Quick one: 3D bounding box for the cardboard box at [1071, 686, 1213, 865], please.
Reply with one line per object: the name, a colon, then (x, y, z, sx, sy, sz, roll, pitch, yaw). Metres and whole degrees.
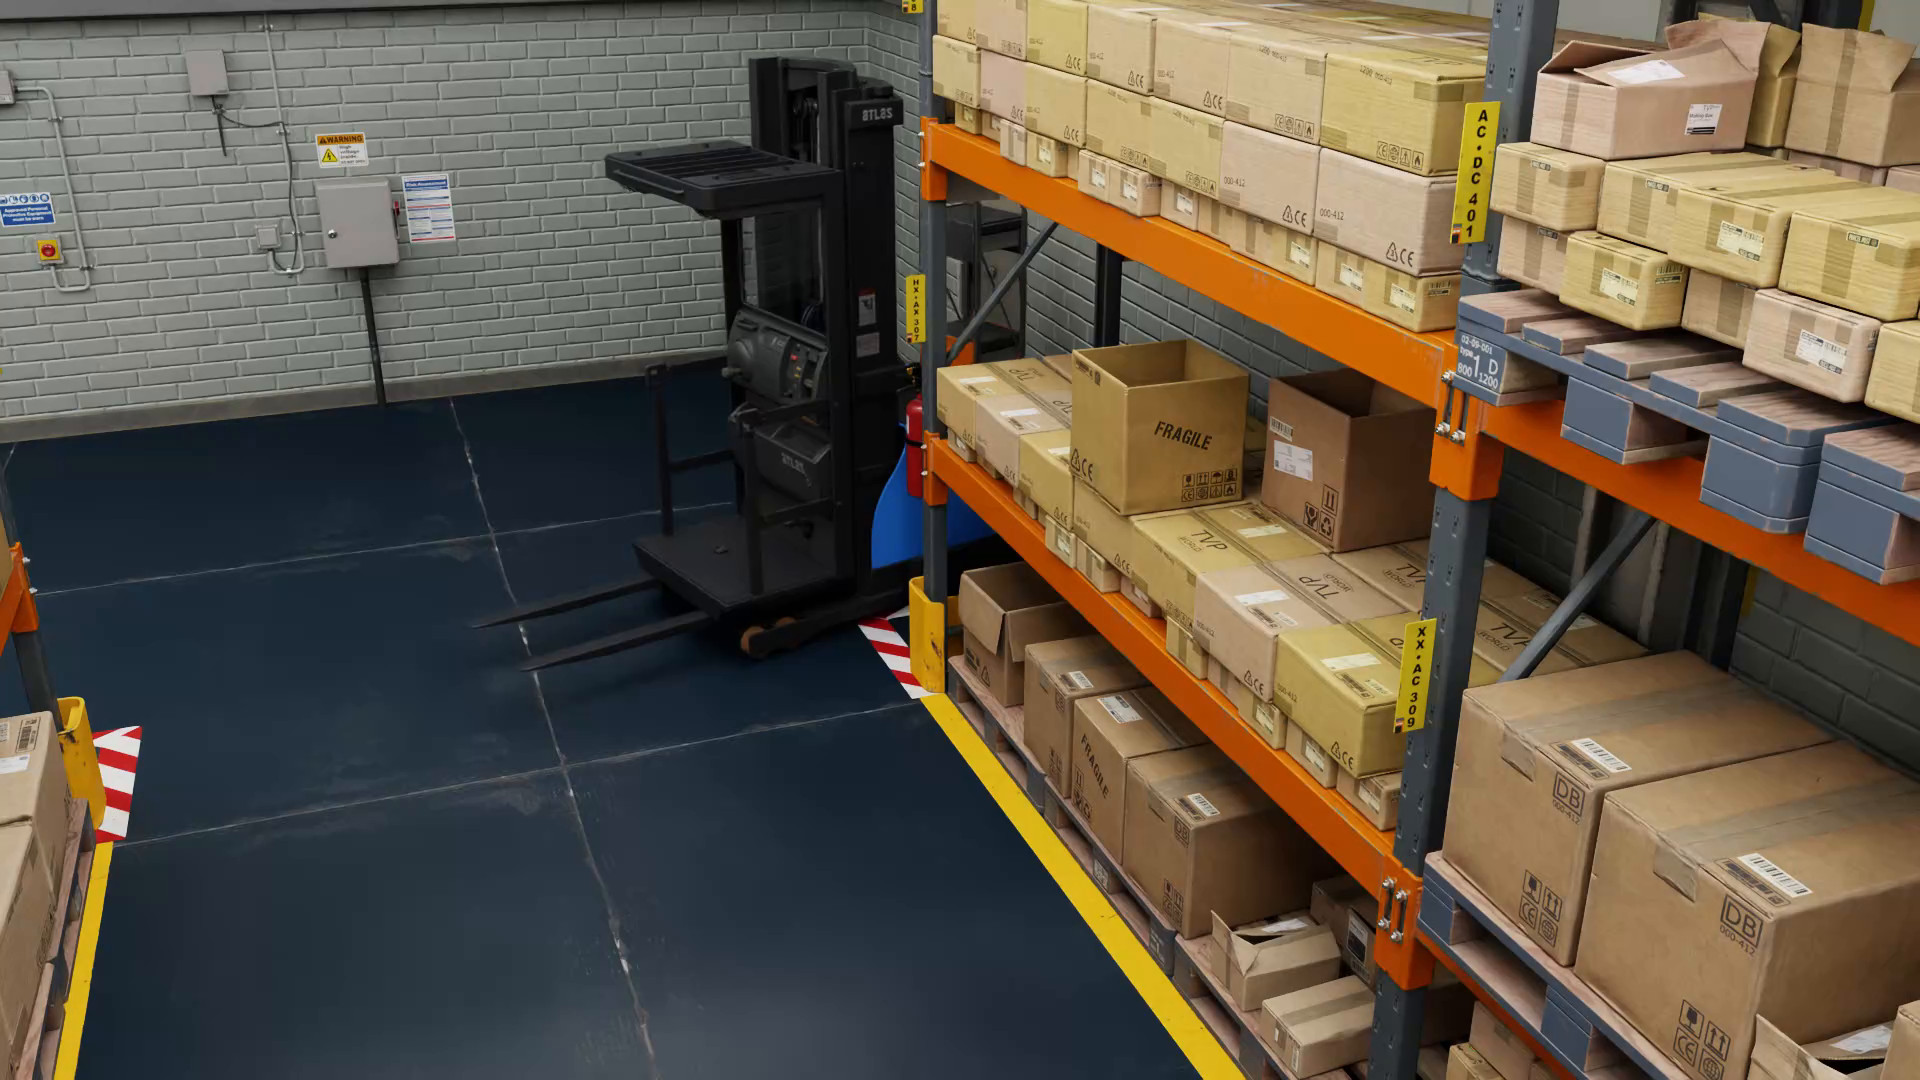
cardboard box: (0.788, 0.946, 6.821, 0.500, 0.500, 0.500, -8, 24, -18)

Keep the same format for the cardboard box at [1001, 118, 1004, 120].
cardboard box: (0.389, -1.701, 6.885, 0.380, 0.149, 0.250, -8, 24, -19)

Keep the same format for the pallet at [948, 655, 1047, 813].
pallet: (0.612, 0.833, 8.002, 1.003, 0.211, 1.213, -8, 24, -19)

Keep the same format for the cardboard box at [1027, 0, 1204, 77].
cardboard box: (0.576, -1.886, 6.167, 0.500, 0.250, 0.500, -9, 24, -20)

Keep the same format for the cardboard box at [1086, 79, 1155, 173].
cardboard box: (0.776, -1.466, 5.815, 0.500, 0.250, 0.500, -9, 24, -20)

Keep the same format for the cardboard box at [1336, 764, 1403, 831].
cardboard box: (1.366, 0.719, 5.006, 0.380, 0.149, 0.250, -8, 24, -18)

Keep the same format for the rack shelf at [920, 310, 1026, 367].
rack shelf: (0.076, -1.058, 10.091, 0.431, 0.518, 0.480, -19, 29, -37)

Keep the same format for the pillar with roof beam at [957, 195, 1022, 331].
pillar with roof beam: (-3.835, -4.046, 8.264, 9.100, 9.000, 0.400, -8, 24, -19)

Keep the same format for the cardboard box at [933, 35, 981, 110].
cardboard box: (0.203, -2.021, 7.130, 0.500, 0.250, 0.500, -9, 24, -20)

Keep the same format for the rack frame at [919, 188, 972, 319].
rack frame: (-0.085, -1.142, 10.254, 0.400, 2.100, 0.015, -19, 29, -37)

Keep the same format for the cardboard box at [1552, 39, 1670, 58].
cardboard box: (1.806, -1.215, 4.576, 0.500, 0.250, 0.500, -9, 24, -20)

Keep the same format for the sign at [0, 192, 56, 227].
sign: (-6.421, -2.273, 11.432, 0.327, 0.218, 0.001, -8, 24, -19)

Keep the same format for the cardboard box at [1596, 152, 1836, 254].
cardboard box: (1.571, -0.703, 3.465, 0.380, 0.149, 0.250, -8, 24, -18)

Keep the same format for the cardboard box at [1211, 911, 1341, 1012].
cardboard box: (1.118, 1.459, 5.907, 0.396, 0.266, 0.258, -7, 24, -17)

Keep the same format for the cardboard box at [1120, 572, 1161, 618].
cardboard box: (0.838, 0.156, 6.342, 0.380, 0.149, 0.250, -8, 24, -19)

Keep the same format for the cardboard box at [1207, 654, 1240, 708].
cardboard box: (1.072, 0.437, 5.675, 0.380, 0.149, 0.250, -8, 24, -18)

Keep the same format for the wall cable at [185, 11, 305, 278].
wall cable: (-5.031, -2.799, 11.722, 0.588, 1.984, 0.122, -8, 24, -19)

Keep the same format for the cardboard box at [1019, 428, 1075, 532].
cardboard box: (0.571, -0.269, 6.835, 0.500, 0.250, 0.500, -9, 24, -20)

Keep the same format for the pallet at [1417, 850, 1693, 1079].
pallet: (1.895, 1.078, 4.078, 1.003, 0.211, 1.213, -8, 24, -19)

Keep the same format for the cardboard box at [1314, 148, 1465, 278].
cardboard box: (1.310, -0.907, 4.488, 0.500, 0.250, 0.500, -8, 24, -19)

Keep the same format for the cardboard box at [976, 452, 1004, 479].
cardboard box: (0.295, -0.410, 7.685, 0.380, 0.149, 0.250, -8, 24, -18)

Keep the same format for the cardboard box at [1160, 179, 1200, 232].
cardboard box: (0.897, -1.142, 5.560, 0.380, 0.149, 0.250, -8, 24, -18)

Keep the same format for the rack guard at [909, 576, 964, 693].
rack guard: (0.329, 0.410, 8.633, 1.175, 0.500, 0.348, -8, 24, -19)

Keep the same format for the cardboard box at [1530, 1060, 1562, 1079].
cardboard box: (1.730, 1.461, 4.381, 0.380, 0.149, 0.250, -10, 25, -22)

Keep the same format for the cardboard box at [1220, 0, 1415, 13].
cardboard box: (1.247, -1.766, 5.883, 0.500, 0.250, 0.500, -8, 24, -19)

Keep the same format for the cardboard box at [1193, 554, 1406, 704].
cardboard box: (1.116, 0.285, 5.523, 0.500, 0.250, 0.500, -8, 24, -19)

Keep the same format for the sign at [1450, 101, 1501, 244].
sign: (1.210, -0.859, 3.899, 0.100, 0.325, 0.005, -8, 24, -19)

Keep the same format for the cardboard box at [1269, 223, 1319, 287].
cardboard box: (1.142, -0.861, 4.891, 0.380, 0.149, 0.250, -8, 24, -17)

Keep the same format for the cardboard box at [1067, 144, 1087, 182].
cardboard box: (0.625, -1.421, 6.220, 0.380, 0.149, 0.250, -9, 24, -20)

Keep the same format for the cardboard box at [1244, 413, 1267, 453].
cardboard box: (1.065, -0.338, 7.001, 0.500, 0.250, 0.500, -8, 24, -17)

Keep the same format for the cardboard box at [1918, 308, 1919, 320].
cardboard box: (1.882, -0.430, 2.818, 0.380, 0.149, 0.250, -8, 24, -18)

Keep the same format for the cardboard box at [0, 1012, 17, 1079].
cardboard box: (-3.365, 1.786, 4.910, 0.875, 0.438, 0.875, -9, 25, -21)

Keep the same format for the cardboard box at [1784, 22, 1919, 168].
cardboard box: (2.012, -0.957, 3.533, 0.396, 0.266, 0.258, -8, 24, -19)

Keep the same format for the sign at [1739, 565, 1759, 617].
sign: (2.233, 0.073, 4.724, 0.100, 0.325, 0.005, -8, 24, -19)

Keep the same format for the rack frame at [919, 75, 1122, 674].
rack frame: (0.302, -0.769, 8.213, 1.000, 3.000, 0.127, -8, 24, -19)

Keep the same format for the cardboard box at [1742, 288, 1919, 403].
cardboard box: (1.698, -0.378, 3.076, 0.380, 0.149, 0.250, -8, 24, -18)

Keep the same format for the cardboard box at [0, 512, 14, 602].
cardboard box: (-3.922, 0.006, 6.245, 0.500, 0.500, 0.500, -8, 24, -19)

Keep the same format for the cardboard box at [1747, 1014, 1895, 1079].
cardboard box: (1.847, 1.110, 3.387, 0.396, 0.266, 0.258, -7, 24, -16)

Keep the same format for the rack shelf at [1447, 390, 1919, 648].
rack shelf: (2.422, 0.360, 2.598, 1.077, 0.370, 4.000, -8, 24, -19)

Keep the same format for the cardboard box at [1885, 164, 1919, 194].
cardboard box: (2.139, -0.686, 3.425, 0.380, 0.149, 0.250, -9, 24, -20)

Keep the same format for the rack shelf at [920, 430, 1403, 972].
rack shelf: (1.009, 0.289, 6.629, 1.077, 0.370, 4.000, -8, 24, -19)

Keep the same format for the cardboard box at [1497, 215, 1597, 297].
cardboard box: (1.449, -0.659, 3.743, 0.380, 0.149, 0.250, -8, 24, -18)

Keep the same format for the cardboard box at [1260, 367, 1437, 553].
cardboard box: (1.438, -0.307, 5.961, 0.500, 0.500, 0.500, -9, 24, -20)

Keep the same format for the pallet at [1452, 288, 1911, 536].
pallet: (1.880, -0.365, 3.634, 1.213, 0.211, 1.003, -8, 24, -19)

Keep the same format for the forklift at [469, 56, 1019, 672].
forklift: (-1.142, -0.958, 8.749, 3.031, 2.935, 1.130, -16, 28, -33)

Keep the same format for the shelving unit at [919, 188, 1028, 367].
shelving unit: (0.076, -1.071, 10.086, 0.431, 2.100, 0.503, -19, 29, -37)

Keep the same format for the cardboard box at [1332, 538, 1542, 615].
cardboard box: (1.609, 0.218, 5.681, 0.500, 0.250, 0.500, -9, 24, -19)

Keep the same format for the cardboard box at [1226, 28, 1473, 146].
cardboard box: (1.124, -1.330, 4.848, 0.500, 0.250, 0.500, -9, 24, -20)

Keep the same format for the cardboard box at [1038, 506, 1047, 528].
cardboard box: (0.551, -0.124, 7.005, 0.380, 0.149, 0.250, -8, 24, -18)
